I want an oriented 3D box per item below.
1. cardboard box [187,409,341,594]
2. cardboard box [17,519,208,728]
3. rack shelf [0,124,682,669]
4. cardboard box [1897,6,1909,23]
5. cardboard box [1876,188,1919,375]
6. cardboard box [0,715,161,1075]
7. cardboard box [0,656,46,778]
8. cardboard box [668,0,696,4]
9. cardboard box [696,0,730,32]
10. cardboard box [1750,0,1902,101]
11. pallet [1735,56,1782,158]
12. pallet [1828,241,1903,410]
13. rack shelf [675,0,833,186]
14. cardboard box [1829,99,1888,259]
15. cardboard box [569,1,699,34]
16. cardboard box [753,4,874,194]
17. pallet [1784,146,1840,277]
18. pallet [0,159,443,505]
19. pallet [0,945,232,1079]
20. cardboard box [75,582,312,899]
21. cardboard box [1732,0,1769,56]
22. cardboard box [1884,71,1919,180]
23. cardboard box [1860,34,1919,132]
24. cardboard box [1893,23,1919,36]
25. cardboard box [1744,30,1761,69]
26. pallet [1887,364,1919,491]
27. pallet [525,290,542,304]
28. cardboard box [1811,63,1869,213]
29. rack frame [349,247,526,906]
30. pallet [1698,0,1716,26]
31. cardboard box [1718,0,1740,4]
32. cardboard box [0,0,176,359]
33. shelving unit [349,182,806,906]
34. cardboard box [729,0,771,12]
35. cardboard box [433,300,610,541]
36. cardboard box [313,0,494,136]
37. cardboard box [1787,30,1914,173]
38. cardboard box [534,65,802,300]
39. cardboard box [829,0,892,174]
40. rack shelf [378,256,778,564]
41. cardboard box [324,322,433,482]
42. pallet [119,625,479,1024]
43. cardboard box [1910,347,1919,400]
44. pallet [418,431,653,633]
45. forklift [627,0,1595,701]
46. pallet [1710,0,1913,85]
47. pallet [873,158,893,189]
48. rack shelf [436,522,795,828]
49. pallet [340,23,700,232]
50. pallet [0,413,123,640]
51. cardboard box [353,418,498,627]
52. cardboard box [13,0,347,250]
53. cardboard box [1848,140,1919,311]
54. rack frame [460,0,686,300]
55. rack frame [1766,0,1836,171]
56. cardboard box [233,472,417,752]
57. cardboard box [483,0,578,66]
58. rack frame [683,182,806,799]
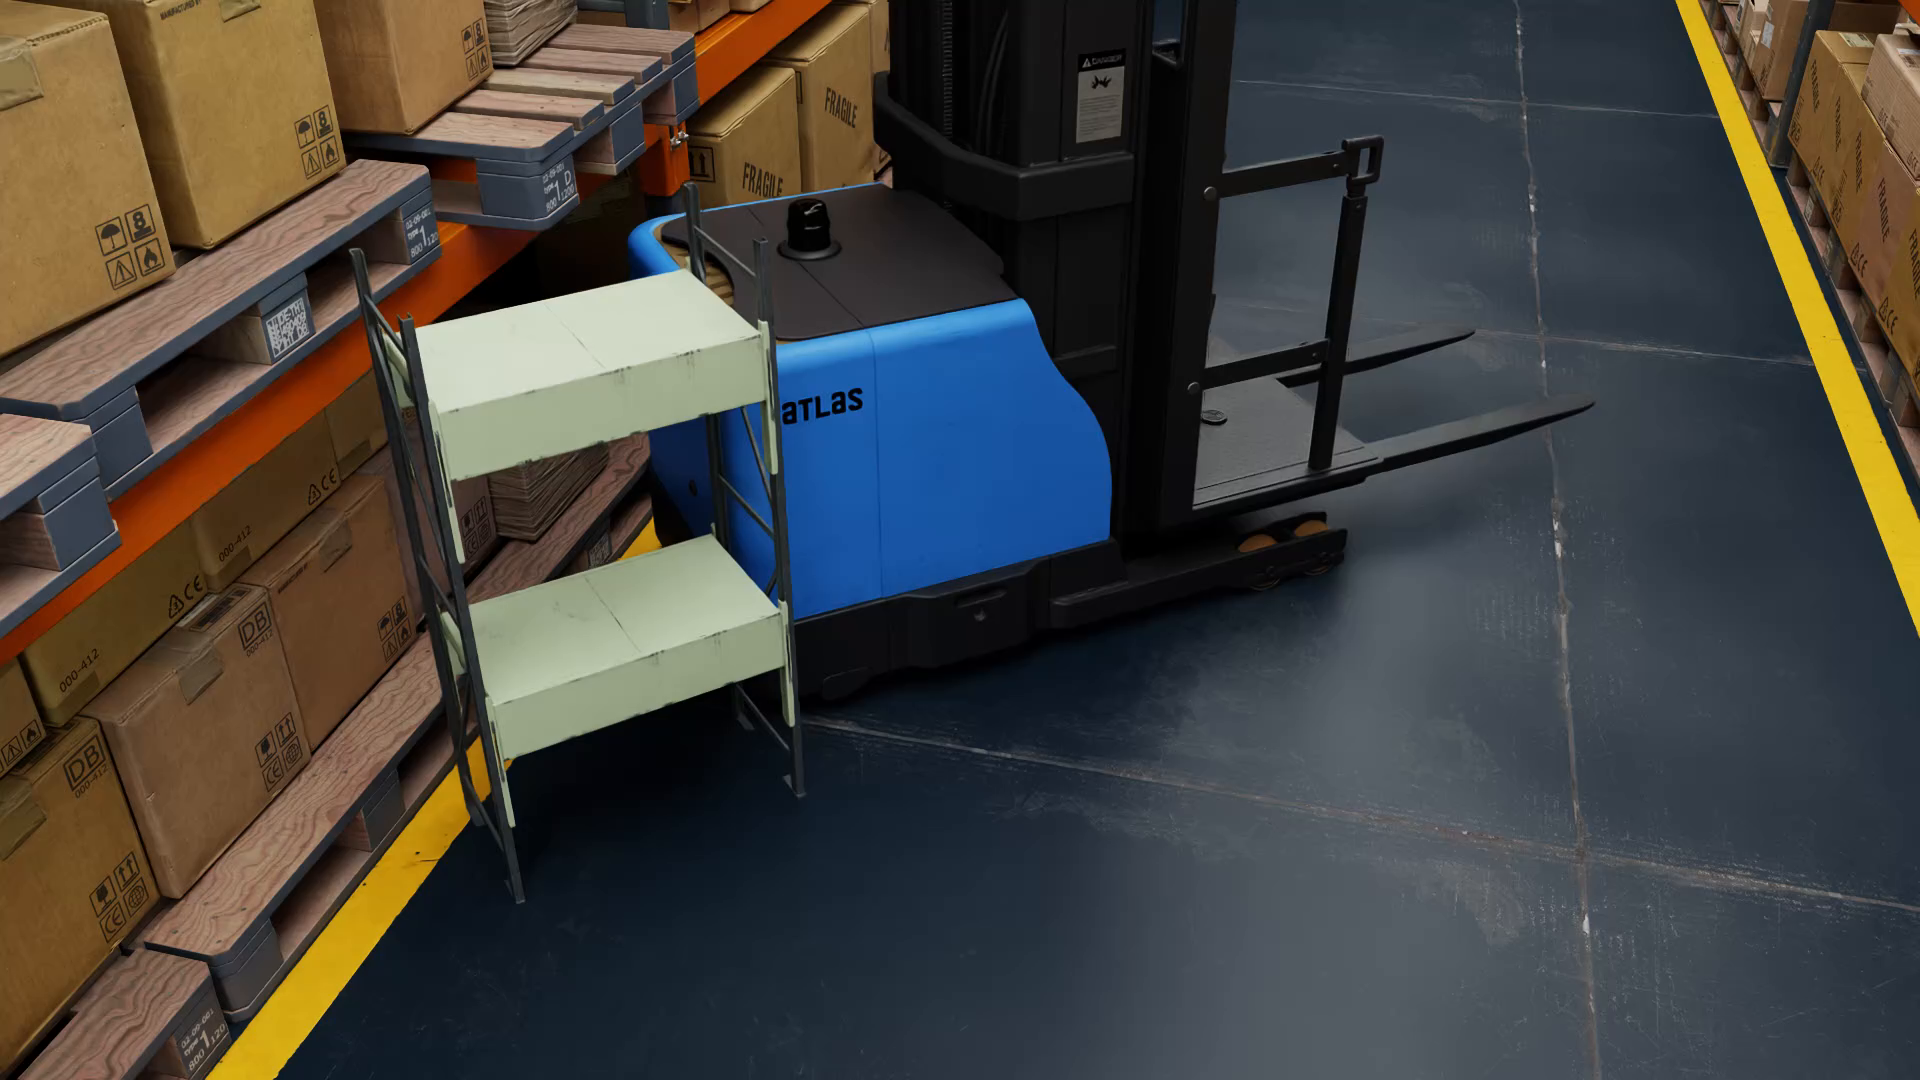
[{"bbox_3d":[-1.832,-0.144,3.901,0.500,0.250,0.500,8,33,12],"label":"cardboard box"},{"bbox_3d":[-1.976,0.113,3.497,0.500,0.250,0.500,7,33,11],"label":"cardboard box"},{"bbox_3d":[-1.876,-0.290,3.581,1.077,0.370,4.000,8,33,12],"label":"rack shelf"},{"bbox_3d":[4.911,-3.143,9.315,0.797,0.503,0.637,8,33,12],"label":"cardboard box"},{"bbox_3d":[3.566,-0.876,5.752,0.500,0.500,0.500,7,33,11],"label":"cardboard box"},{"bbox_3d":[-2.131,0.654,3.345,0.700,0.500,0.500,7,33,11],"label":"cardboard box"},{"bbox_3d":[-2.105,0.383,3.072,0.500,0.250,0.500,7,33,11],"label":"cardboard box"},{"bbox_3d":[-0.998,-2.025,5.251,0.500,0.500,0.500,9,34,14],"label":"cardboard box"},{"bbox_3d":[-0.989,-1.803,5.506,0.380,0.149,0.250,8,33,13],"label":"cardboard box"},{"bbox_3d":[4.309,-2.500,8.307,0.500,0.500,0.500,8,33,12],"label":"cardboard box"},{"bbox_3d":[4.614,-2.214,8.537,1.003,0.211,1.213,8,33,12],"label":"pallet"},{"bbox_3d":[3.961,-0.796,6.305,1.003,0.211,1.213,8,33,12],"label":"pallet"},{"bbox_3d":[-0.861,-2.366,6.847,1.077,0.370,4.000,8,33,12],"label":"rack shelf"},{"bbox_3d":[3.822,-1.411,6.594,0.500,0.500,0.500,8,33,13],"label":"cardboard box"},{"bbox_3d":[-1.061,-1.674,5.302,0.380,0.149,0.250,8,33,12],"label":"cardboard box"},{"bbox_3d":[-0.827,-1.719,6.771,0.750,0.750,0.750,8,33,12],"label":"cardboard box"},{"bbox_3d":[4.269,-1.431,7.304,1.003,0.211,1.213,8,33,12],"label":"pallet"},{"bbox_3d":[-1.832,-0.518,3.448,1.003,0.211,1.213,8,33,12],"label":"pallet"},{"bbox_3d":[-2.188,1.216,3.140,1.003,0.211,1.213,8,33,12],"label":"pallet"},{"bbox_3d":[-1.962,0.395,3.753,0.700,0.500,0.500,8,33,13],"label":"cardboard box"},{"bbox_3d":[4.499,-2.809,8.970,0.500,0.311,0.500,8,33,12],"label":"cardboard box"},{"bbox_3d":[3.700,-1.485,6.011,0.500,0.250,0.500,7,33,11],"label":"cardboard box"},{"bbox_3d":[3.827,-1.746,6.421,0.500,0.250,0.500,8,33,12],"label":"cardboard box"},{"bbox_3d":[4.964,-2.664,8.875,0.380,0.166,0.250,8,33,12],"label":"cardboard box"},{"bbox_3d":[4.346,-2.555,8.720,0.380,0.149,0.250,8,33,12],"label":"cardboard box"},{"bbox_3d":[3.650,-0.165,5.313,1.003,0.211,1.213,8,33,12],"label":"pallet"},{"bbox_3d":[-1.096,-0.854,6.396,1.003,0.211,1.213,8,33,12],"label":"pallet"},{"bbox_3d":[3.956,-1.670,7.000,0.500,0.500,0.500,8,33,13],"label":"cardboard box"},{"bbox_3d":[-1.133,0.131,3.646,0.023,1.500,0.400,-18,37,-26],"label":"rack frame"},{"bbox_3d":[5.233,-3.481,10.529,1.003,0.211,1.213,8,33,12],"label":"pallet"},{"bbox_3d":[4.788,-3.374,9.914,0.500,0.250,0.500,8,33,12],"label":"cardboard box"},{"bbox_3d":[-1.936,-0.678,3.018,0.700,0.500,0.500,13,35,19],"label":"cardboard box"},{"bbox_3d":[-0.819,0.030,3.805,0.755,1.500,0.431,-18,37,-26],"label":"shelving unit"},{"bbox_3d":[-0.840,-1.930,5.705,0.380,0.149,0.250,9,34,14],"label":"cardboard box"},{"bbox_3d":[-1.501,-0.382,4.975,0.700,0.500,0.500,8,33,13],"label":"cardboard box"},{"bbox_3d":[-1.594,-1.321,4.028,0.700,0.500,0.500,5,33,8],"label":"cardboard box"},{"bbox_3d":[4.080,-1.948,7.438,0.500,0.500,0.500,7,33,10],"label":"cardboard box"},{"bbox_3d":[-1.055,-1.266,6.057,0.750,0.750,0.750,8,33,12],"label":"cardboard box"},{"bbox_3d":[-0.616,-2.161,7.466,0.750,0.750,0.750,9,34,14],"label":"cardboard box"},{"bbox_3d":[-0.819,-0.300,3.596,0.720,0.370,0.431,-18,37,-26],"label":"rack shelf"},{"bbox_3d":[-1.706,-0.411,4.322,0.500,0.250,0.500,9,33,13],"label":"cardboard box"},{"bbox_3d":[-1.880,0.581,4.139,1.003,0.211,1.213,8,33,12],"label":"pallet"},{"bbox_3d":[3.434,-0.607,5.329,0.500,0.500,0.500,9,34,14],"label":"cardboard box"},{"bbox_3d":[-1.569,-0.050,5.131,1.003,0.211,1.213,8,33,12],"label":"pallet"},{"bbox_3d":[0.614,-1.327,4.606,3.031,2.935,1.130,-14,35,-21],"label":"forklift"},{"bbox_3d":[4.922,-2.849,9.536,1.003,0.211,1.213,8,33,12],"label":"pallet"},{"bbox_3d":[-0.784,-1.485,7.389,1.003,0.211,1.213,8,33,12],"label":"pallet"},{"bbox_3d":[-0.819,0.305,3.980,0.720,0.370,0.431,-18,37,-26],"label":"rack shelf"},{"bbox_3d":[-1.447,-1.167,4.468,1.213,0.211,1.003,8,33,12],"label":"pallet"},{"bbox_3d":[-2.049,0.148,2.400,1.003,0.211,1.213,8,33,12],"label":"pallet"},{"bbox_3d":[-1.744,-0.130,4.579,0.700,0.500,0.500,8,33,12],"label":"cardboard box"},{"bbox_3d":[-1.773,-0.965,3.469,0.700,0.500,0.500,8,33,12],"label":"cardboard box"},{"bbox_3d":[3.693,-1.149,6.181,0.500,0.500,0.500,7,33,11],"label":"cardboard box"},{"bbox_3d":[-1.369,-1.632,5.021,1.000,3.000,0.127,8,33,12],"label":"rack frame"},{"bbox_3d":[4.439,-3.035,7.228,1.000,3.000,0.127,8,33,12],"label":"rack frame"},{"bbox_3d":[-1.843,0.131,4.167,0.700,0.500,0.500,8,33,12],"label":"cardboard box"},{"bbox_3d":[-1.478,-1.614,4.490,0.700,0.500,0.500,4,33,7],"label":"cardboard box"},{"bbox_3d":[-0.505,-0.071,3.964,0.023,1.500,0.400,-18,37,-26],"label":"rack frame"}]
